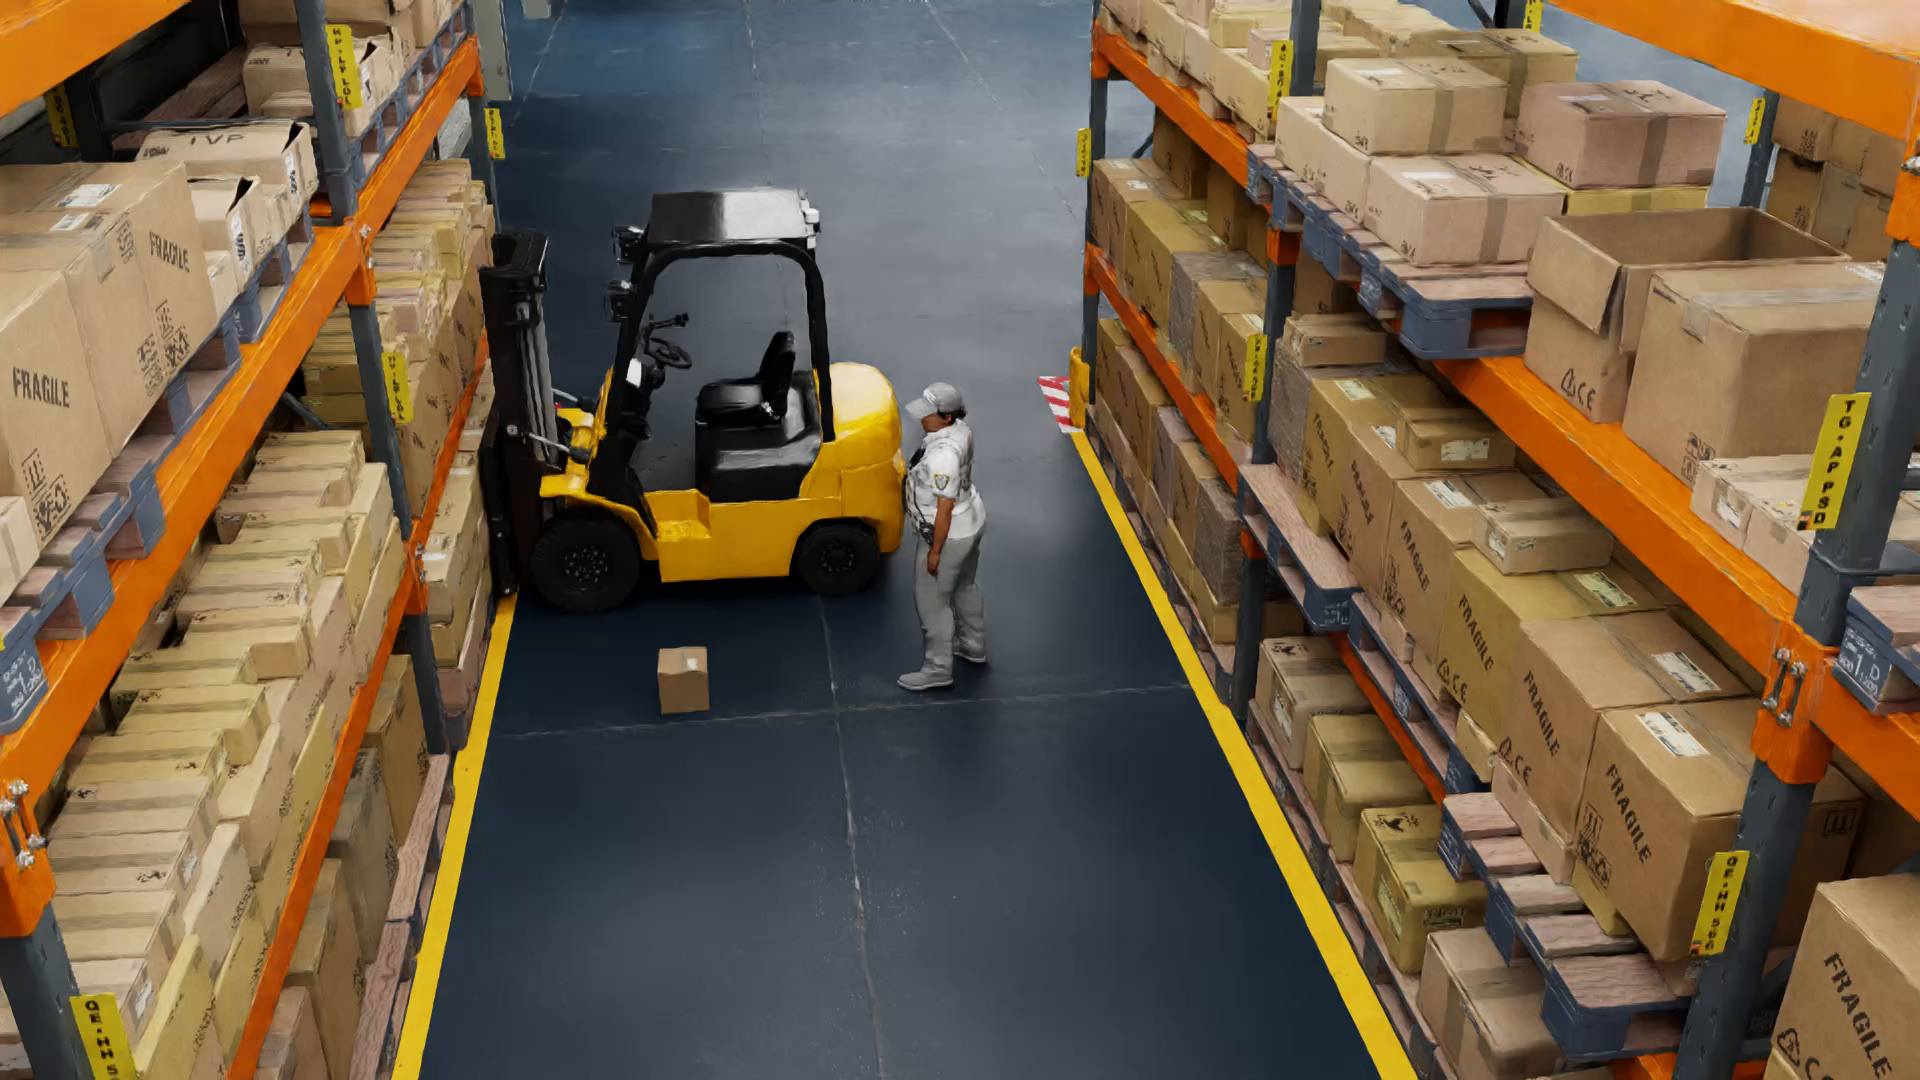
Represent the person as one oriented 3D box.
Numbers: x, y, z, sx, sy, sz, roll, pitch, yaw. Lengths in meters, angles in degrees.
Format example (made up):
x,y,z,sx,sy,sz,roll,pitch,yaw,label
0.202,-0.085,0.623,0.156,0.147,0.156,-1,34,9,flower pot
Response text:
x,y,z,sx,sy,sz,roll,pitch,yaw,label
-0.078,-0.041,8.665,0.410,1.675,0.526,7,28,14,person
